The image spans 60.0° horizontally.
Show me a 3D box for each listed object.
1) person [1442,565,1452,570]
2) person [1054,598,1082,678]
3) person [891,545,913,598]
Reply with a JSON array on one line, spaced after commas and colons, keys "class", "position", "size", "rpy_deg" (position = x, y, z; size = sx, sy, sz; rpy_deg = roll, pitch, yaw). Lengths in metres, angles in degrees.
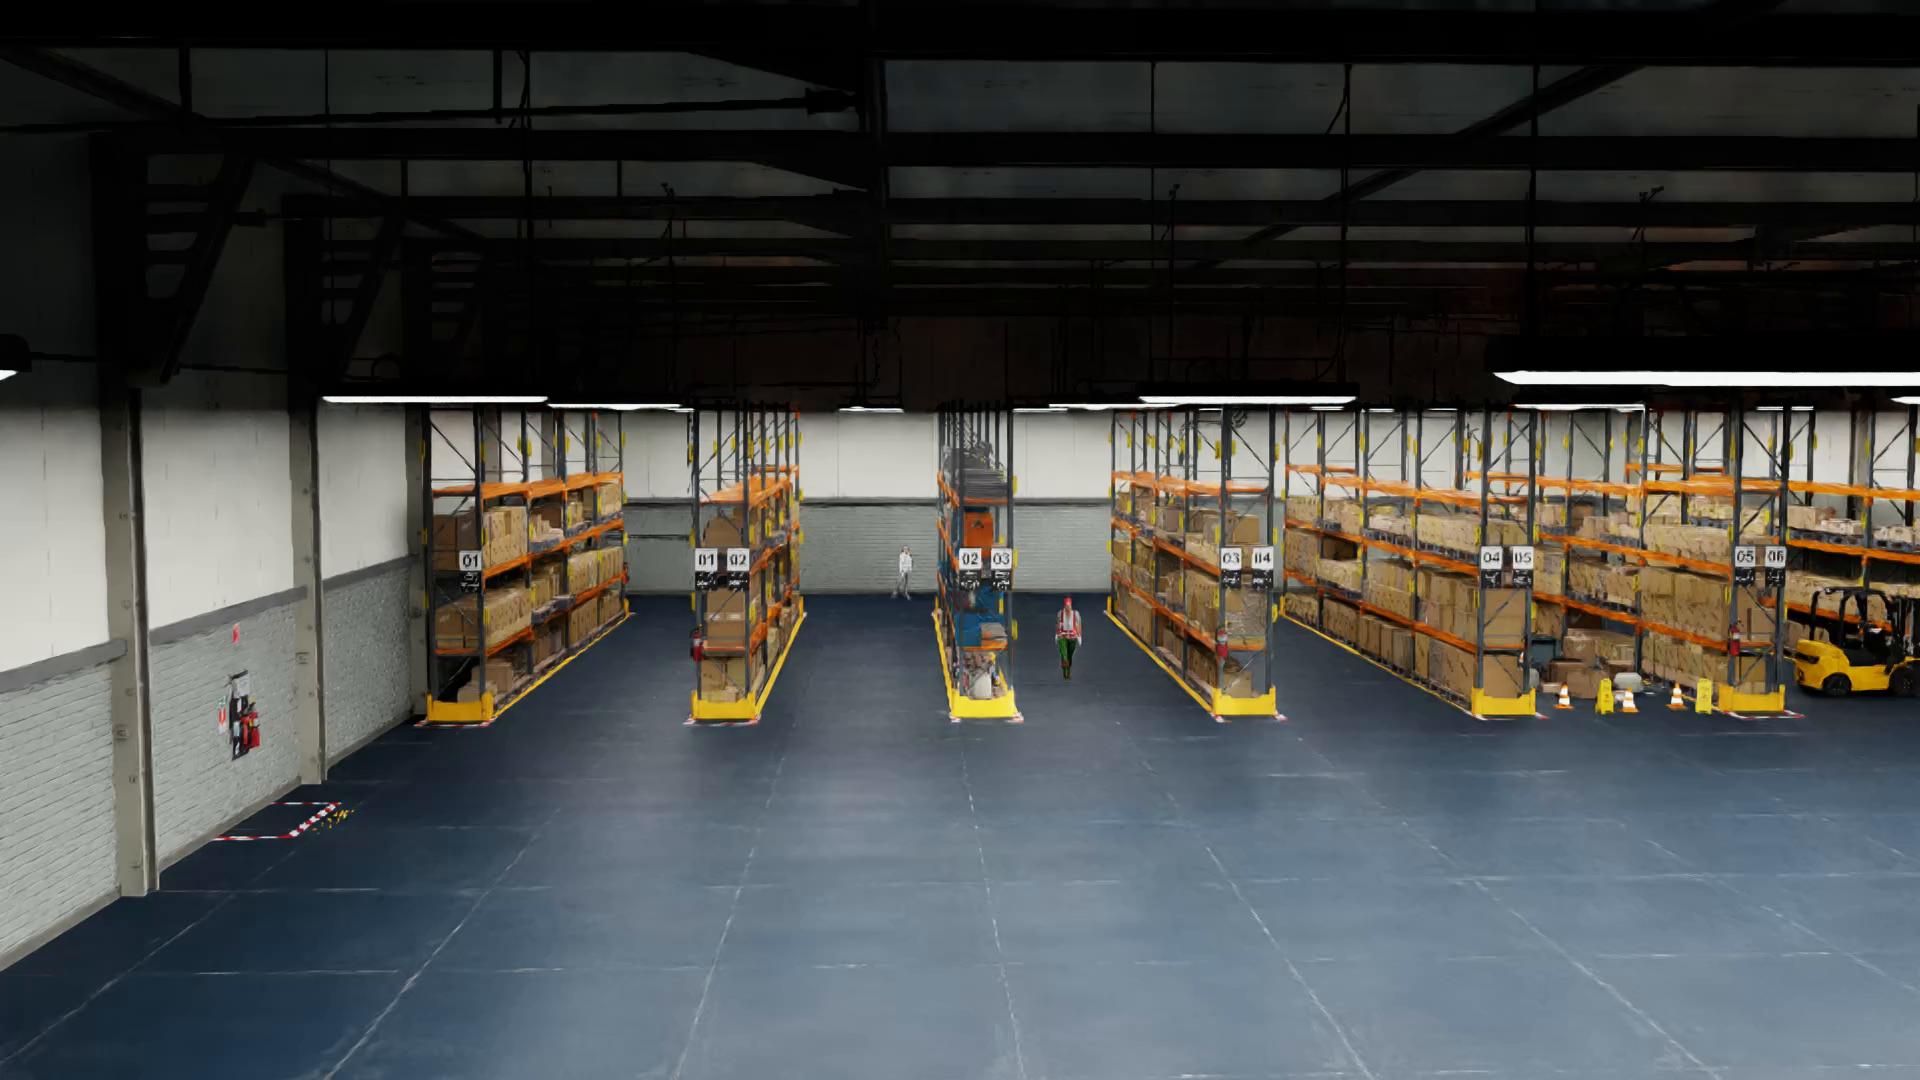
[{"class": "person", "position": [13.331, 1.371, 45.573], "size": [0.460, 1.762, 0.620], "rpy_deg": [0, 4, 6]}, {"class": "person", "position": [2.363, 2.109, 36.172], "size": [0.567, 1.736, 1.044], "rpy_deg": [0, 4, -3]}, {"class": "person", "position": [-1.815, 0.973, 51.699], "size": [0.664, 1.669, 0.472], "rpy_deg": [-4, 6, -45]}]
